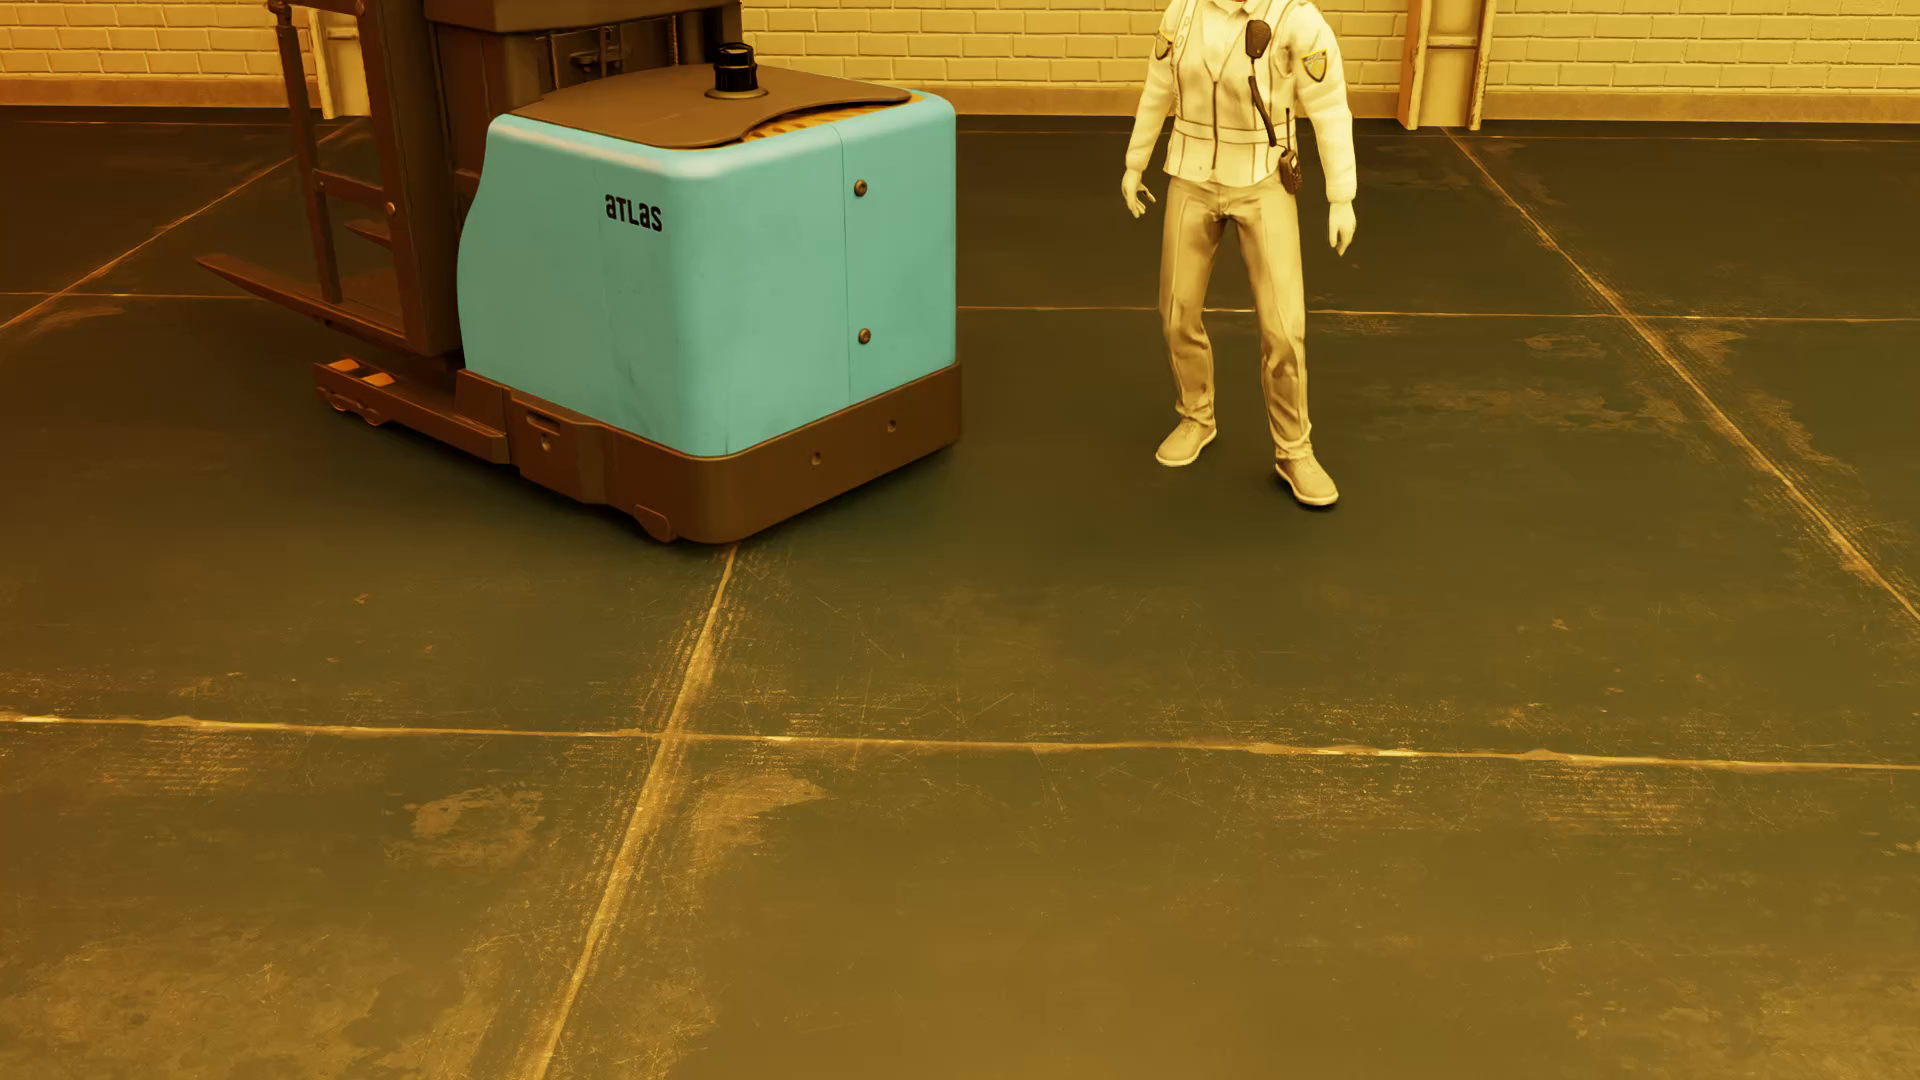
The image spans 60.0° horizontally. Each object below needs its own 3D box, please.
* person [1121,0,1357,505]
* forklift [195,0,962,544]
[{"bbox_3d":[0.779,-0.951,4.619,0.793,1.638,0.389,15,30,27],"label":"person"},{"bbox_3d":[-1.446,-1.831,4.920,3.031,2.935,1.130,21,33,35],"label":"forklift"}]
